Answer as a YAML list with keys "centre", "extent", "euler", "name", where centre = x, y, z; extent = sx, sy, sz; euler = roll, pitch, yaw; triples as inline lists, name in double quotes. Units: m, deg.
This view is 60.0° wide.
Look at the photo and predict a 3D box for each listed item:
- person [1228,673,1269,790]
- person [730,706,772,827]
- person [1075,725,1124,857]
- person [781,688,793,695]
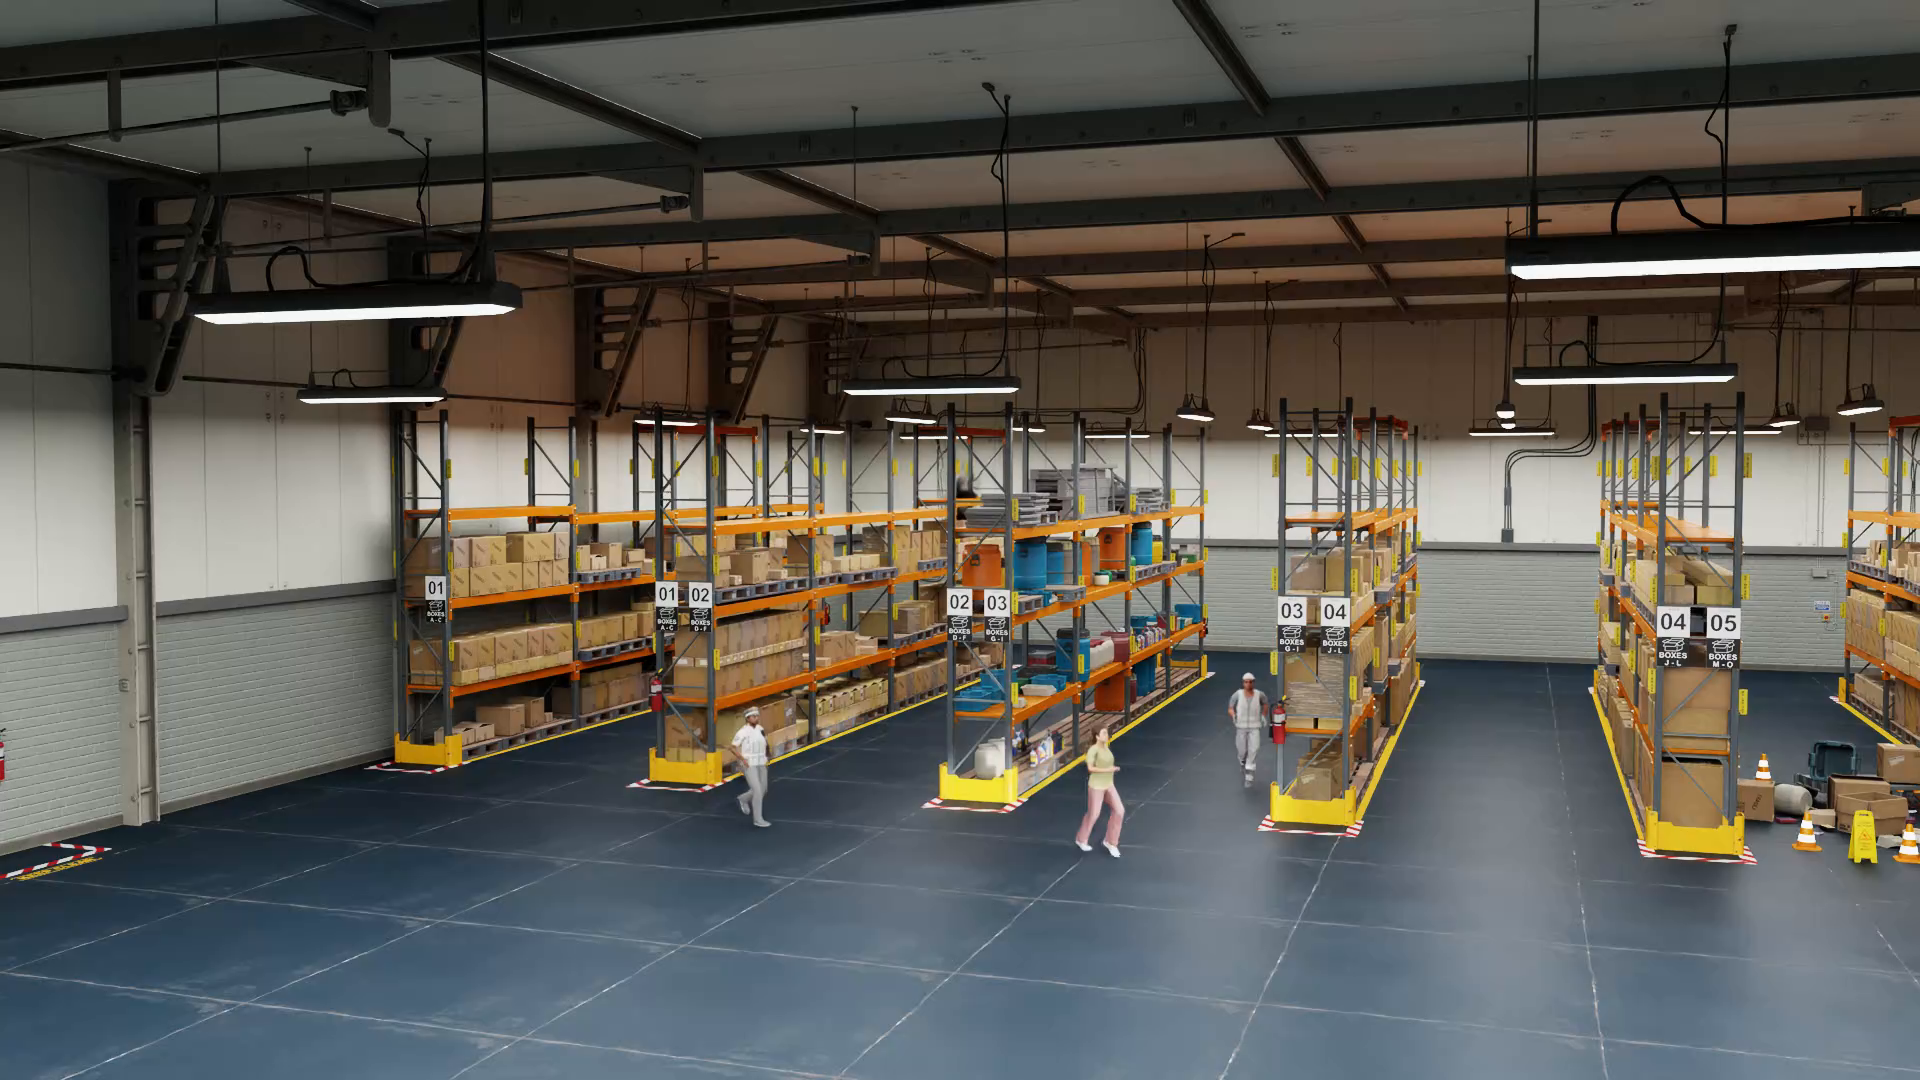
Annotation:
- centre: [4.568, 2.990, 26.338]
  extent: [0.628, 1.789, 0.941]
  euler: [0, 2, 11]
  name: "person"
- centre: [-2.934, 3.163, 23.404]
  extent: [0.769, 1.663, 0.586]
  euler: [2, 3, 43]
  name: "person"
- centre: [1.796, 3.242, 21.507]
  extent: [0.728, 1.728, 0.597]
  euler: [2, 3, 43]
  name: "person"
- centre: [-3.589, 2.675, 33.771]
  extent: [0.657, 1.755, 0.760]
  euler: [1, 3, 19]
  name: "person"
